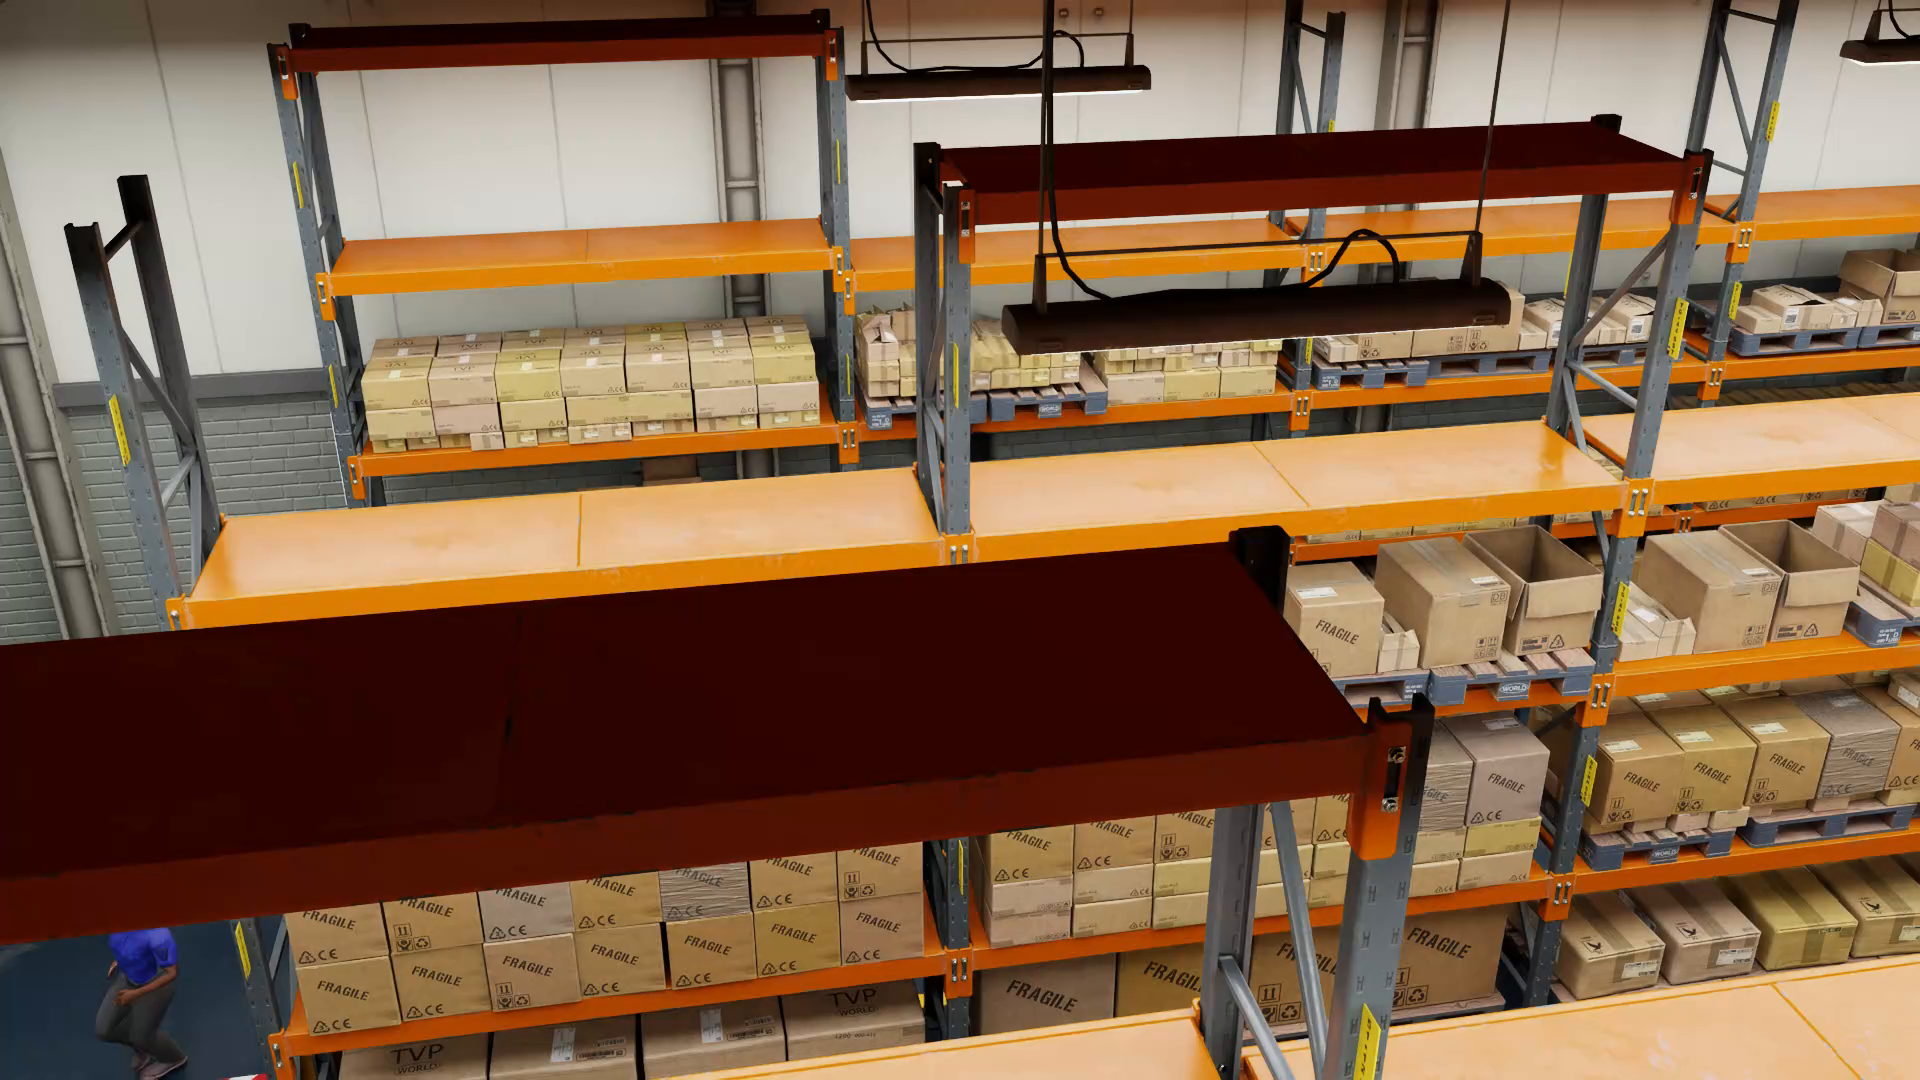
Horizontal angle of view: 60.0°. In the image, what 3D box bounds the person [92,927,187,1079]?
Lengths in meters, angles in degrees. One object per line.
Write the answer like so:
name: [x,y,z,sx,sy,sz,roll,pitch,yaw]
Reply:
person: [-5.227,2.868,10.540,0.649,1.578,0.500,18,31,33]
